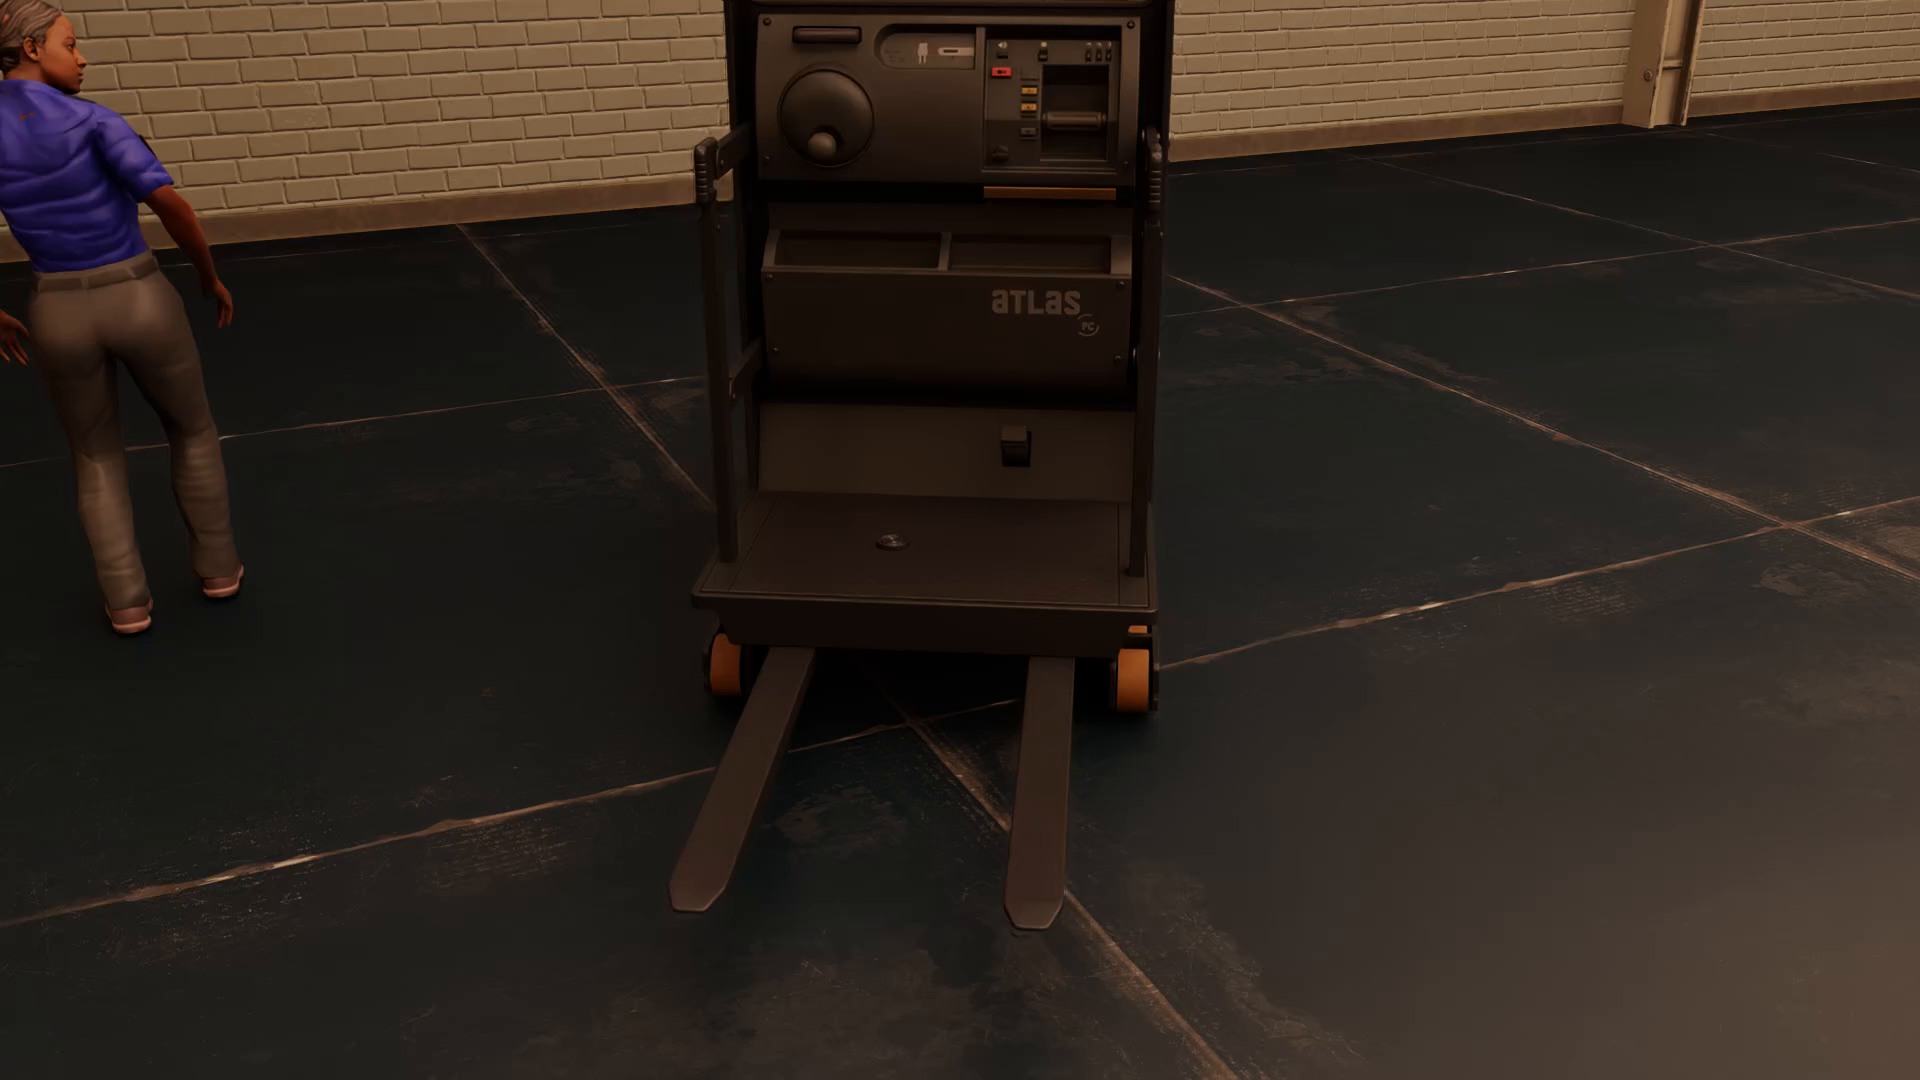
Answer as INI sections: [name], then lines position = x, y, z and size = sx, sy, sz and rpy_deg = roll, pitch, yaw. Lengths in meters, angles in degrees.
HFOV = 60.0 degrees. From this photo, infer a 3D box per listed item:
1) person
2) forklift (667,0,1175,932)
[person]
position = -2.261, -0.578, 4.375
size = 0.658, 1.636, 0.465
rpy_deg = -5, 23, -13
[forklift]
position = -0.049, -1.060, 3.837
size = 1.130, 2.935, 3.031
rpy_deg = 2, 23, 5
